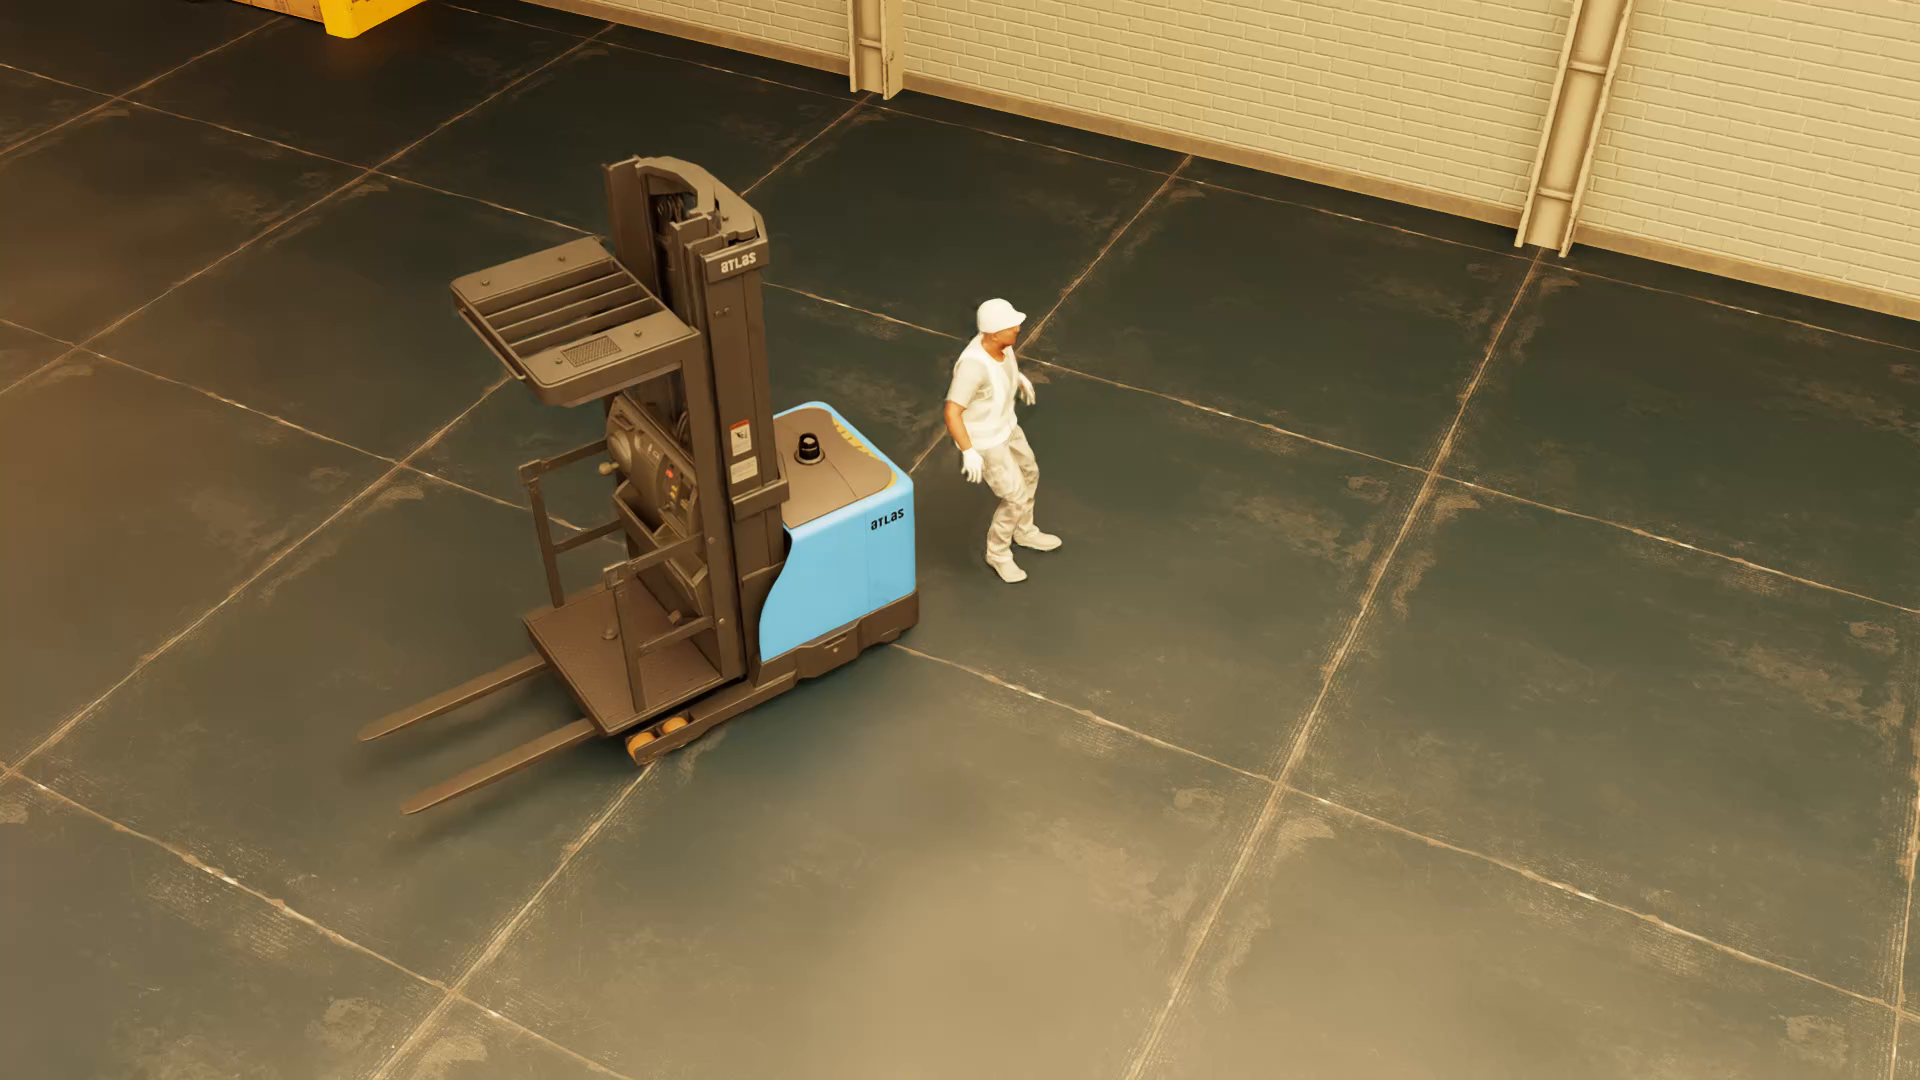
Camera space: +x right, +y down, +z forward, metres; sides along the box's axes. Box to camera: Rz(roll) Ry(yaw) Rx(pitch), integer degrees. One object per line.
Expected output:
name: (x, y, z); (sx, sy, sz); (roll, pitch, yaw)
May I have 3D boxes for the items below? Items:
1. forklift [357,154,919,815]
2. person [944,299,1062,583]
forklift: (-1.734, -0.320, 8.367); (3.031, 2.935, 1.130); (-25, 46, -26)
person: (0.291, -0.601, 9.673); (0.625, 1.749, 0.961); (14, 42, 16)
